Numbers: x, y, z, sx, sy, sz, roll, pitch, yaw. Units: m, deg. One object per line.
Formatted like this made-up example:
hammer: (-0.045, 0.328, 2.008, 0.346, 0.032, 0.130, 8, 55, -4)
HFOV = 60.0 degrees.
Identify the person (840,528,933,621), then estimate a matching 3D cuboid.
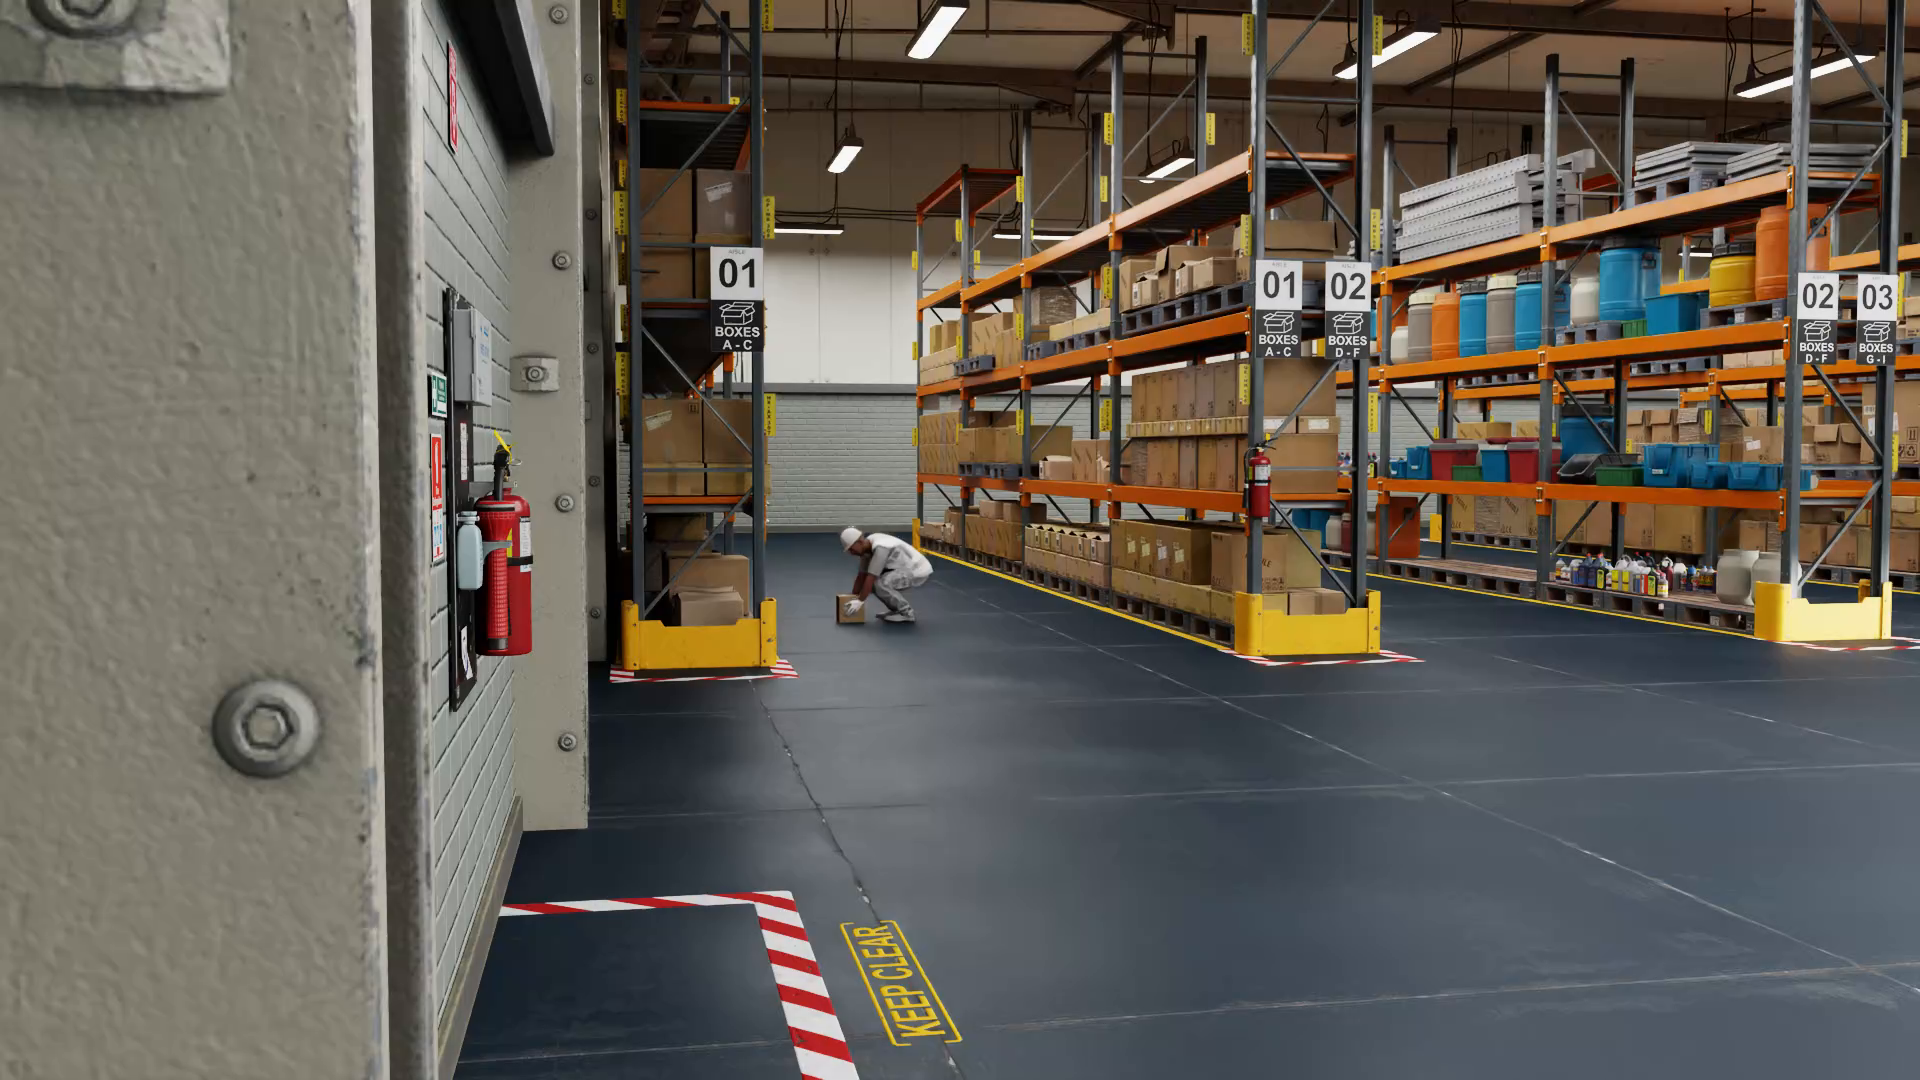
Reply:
person: (-0.721, 0.337, 16.247, 0.906, 0.922, 0.567, -1, 3, -11)
